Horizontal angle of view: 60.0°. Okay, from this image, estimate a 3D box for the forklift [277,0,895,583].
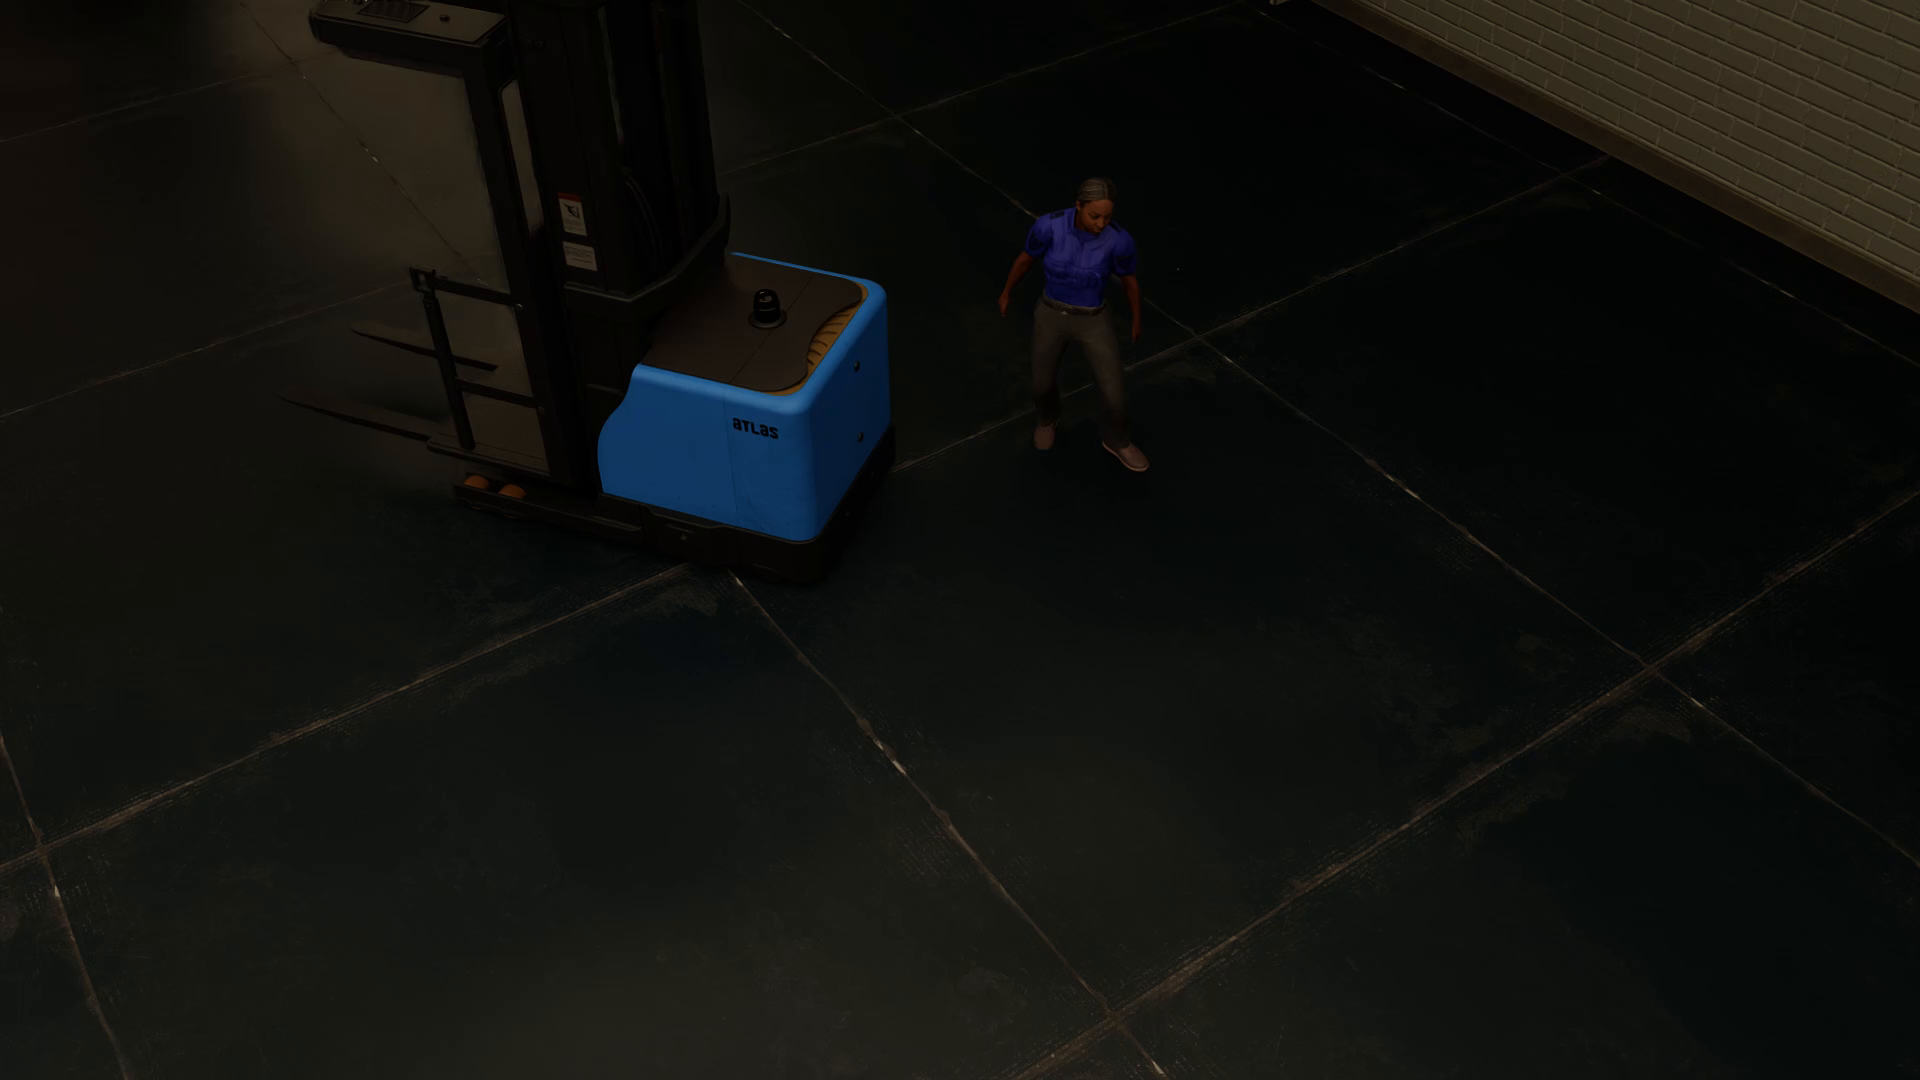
[{"bbox_3d":[-1.892,-1.500,7.343,3.031,2.935,1.130,14,44,15],"label":"forklift"}]

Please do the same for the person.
[{"bbox_3d":[0.566,-1.052,7.865,0.812,1.634,0.408,11,44,12],"label":"person"}]
